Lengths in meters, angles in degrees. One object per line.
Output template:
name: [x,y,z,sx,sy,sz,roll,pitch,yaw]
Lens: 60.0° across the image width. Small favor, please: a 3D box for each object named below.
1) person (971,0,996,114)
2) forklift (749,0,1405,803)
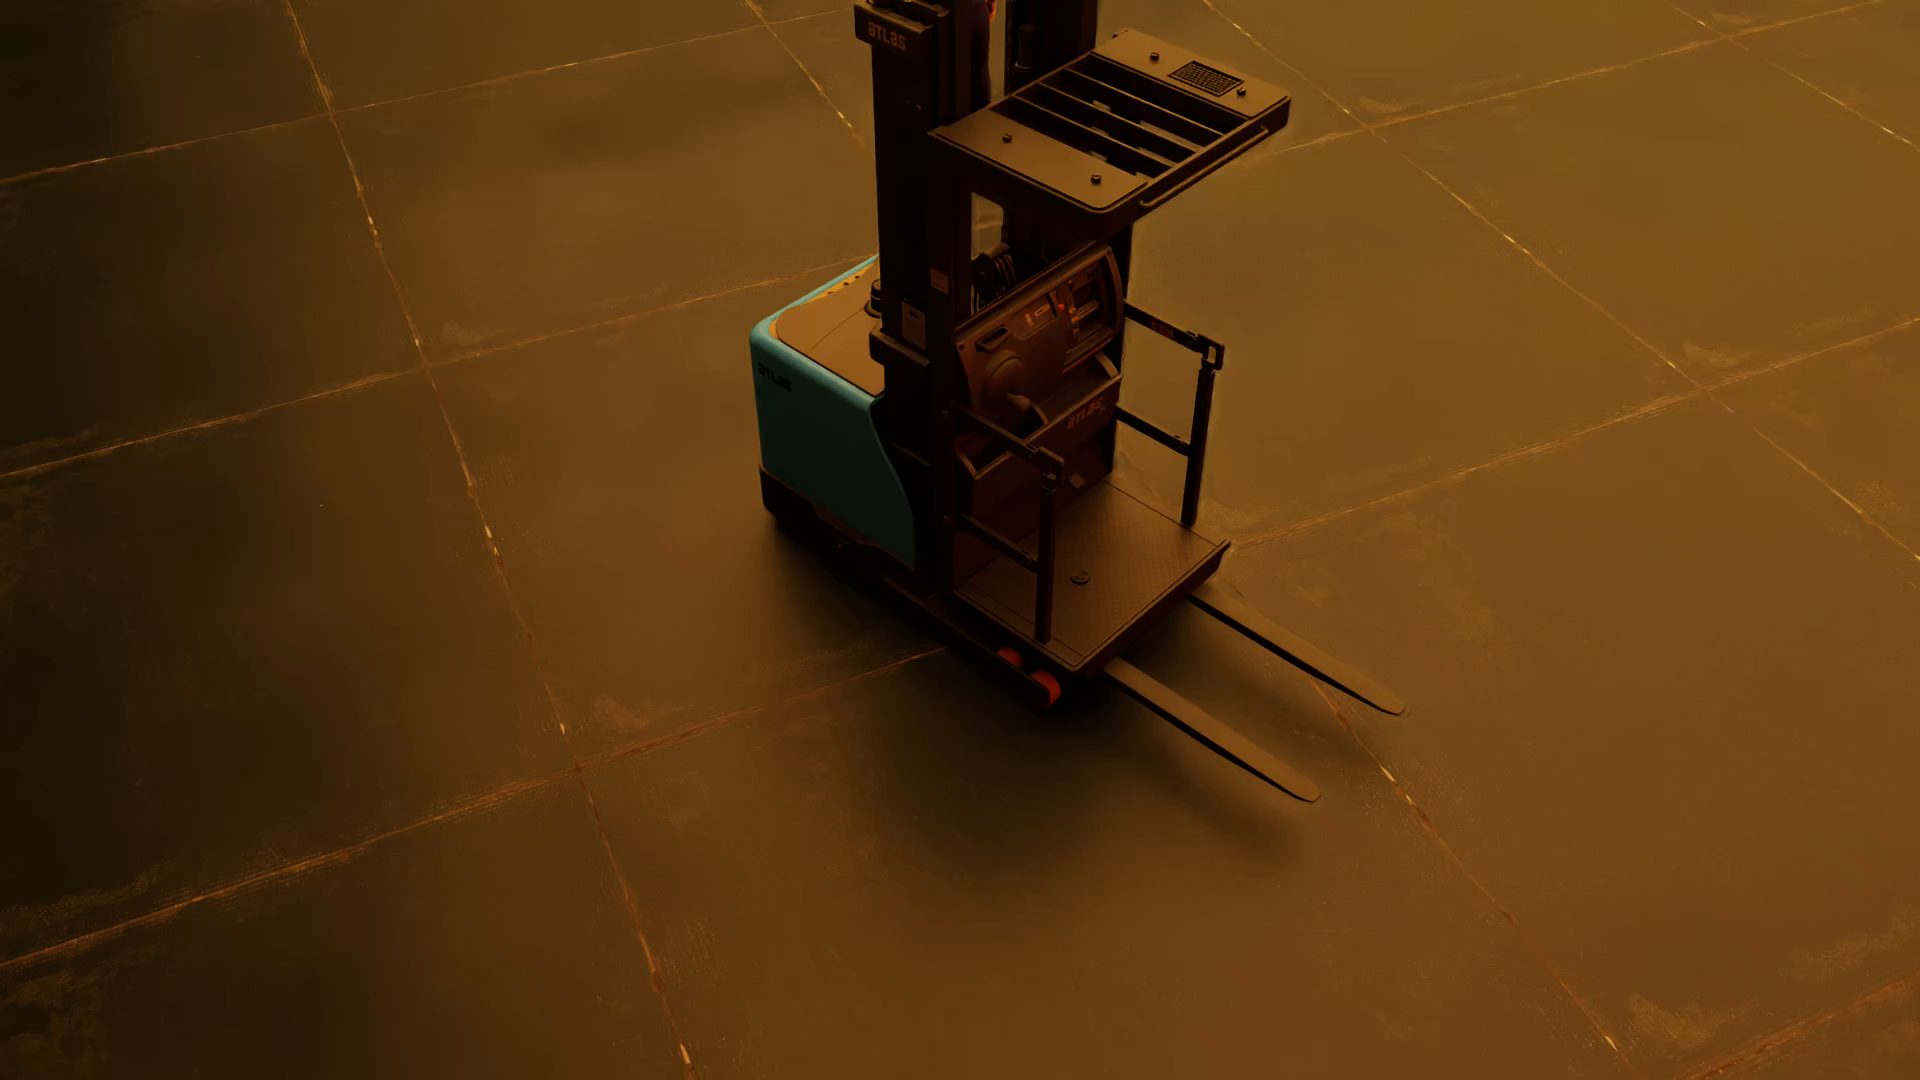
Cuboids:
person: [-0.046,-3.177,10.015,0.598,1.650,0.502,-15,45,-16]
forklift: [0.482,-0.765,6.500,3.031,2.935,1.130,32,52,30]
